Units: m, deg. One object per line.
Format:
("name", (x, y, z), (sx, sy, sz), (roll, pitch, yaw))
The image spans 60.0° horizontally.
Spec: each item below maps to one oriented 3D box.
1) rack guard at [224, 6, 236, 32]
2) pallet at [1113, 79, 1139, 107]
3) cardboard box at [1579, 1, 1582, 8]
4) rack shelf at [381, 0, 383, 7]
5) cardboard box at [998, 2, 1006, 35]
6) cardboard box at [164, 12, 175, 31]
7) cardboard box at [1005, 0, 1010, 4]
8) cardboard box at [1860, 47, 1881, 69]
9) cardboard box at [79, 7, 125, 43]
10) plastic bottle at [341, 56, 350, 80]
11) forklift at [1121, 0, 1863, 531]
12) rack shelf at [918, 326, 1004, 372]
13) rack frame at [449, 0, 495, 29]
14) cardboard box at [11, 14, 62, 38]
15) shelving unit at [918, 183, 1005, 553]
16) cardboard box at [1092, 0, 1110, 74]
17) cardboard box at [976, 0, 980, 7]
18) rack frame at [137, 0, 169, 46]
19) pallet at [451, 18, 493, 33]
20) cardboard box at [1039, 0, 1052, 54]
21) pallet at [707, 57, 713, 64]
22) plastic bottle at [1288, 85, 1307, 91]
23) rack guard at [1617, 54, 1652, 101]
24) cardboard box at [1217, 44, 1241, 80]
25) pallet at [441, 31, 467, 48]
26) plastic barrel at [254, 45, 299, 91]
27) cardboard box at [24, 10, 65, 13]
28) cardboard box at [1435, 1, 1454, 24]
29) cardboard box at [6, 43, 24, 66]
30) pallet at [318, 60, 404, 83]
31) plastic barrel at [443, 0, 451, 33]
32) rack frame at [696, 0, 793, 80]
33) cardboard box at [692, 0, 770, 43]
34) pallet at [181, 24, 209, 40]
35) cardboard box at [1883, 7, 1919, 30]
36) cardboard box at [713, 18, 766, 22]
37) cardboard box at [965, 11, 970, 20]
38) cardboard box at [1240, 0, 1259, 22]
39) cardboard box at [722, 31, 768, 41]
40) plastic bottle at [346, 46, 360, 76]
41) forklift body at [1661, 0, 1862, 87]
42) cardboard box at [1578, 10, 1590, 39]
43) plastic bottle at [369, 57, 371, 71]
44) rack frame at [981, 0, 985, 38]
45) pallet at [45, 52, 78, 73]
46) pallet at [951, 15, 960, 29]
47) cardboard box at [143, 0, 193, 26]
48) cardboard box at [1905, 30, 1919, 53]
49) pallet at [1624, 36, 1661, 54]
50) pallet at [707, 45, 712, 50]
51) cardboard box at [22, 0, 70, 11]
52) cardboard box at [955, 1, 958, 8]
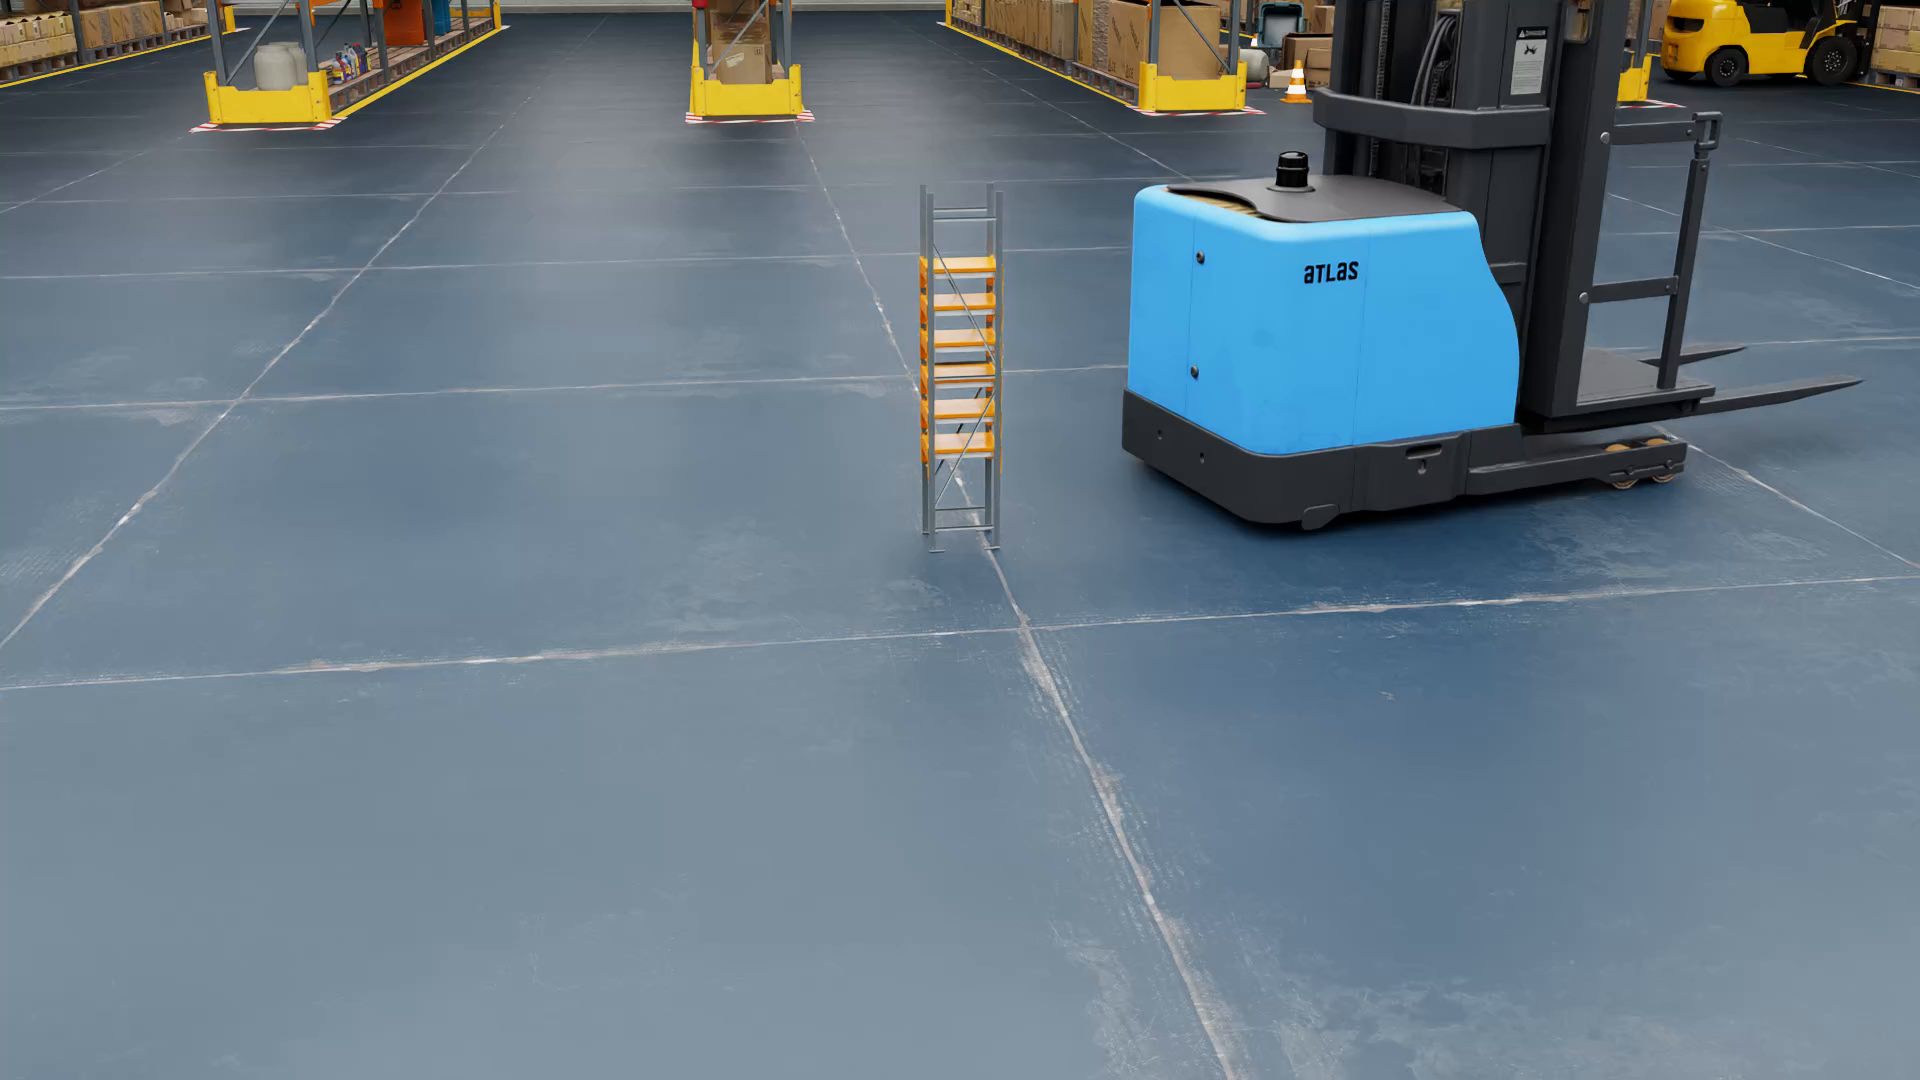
("rack guard", (-14.417, -9.911, 31.537), (1.175, 0.500, 0.348), (-3, 21, -8))
("pallet", (2.412, -5.248, 19.467), (1.003, 0.211, 1.213), (-3, 21, -8))
("cardboard box", (10.833, -9.104, 28.777), (0.500, 0.500, 0.500), (-2, 21, -5))
("rack shelf", (-8.084, -7.557, 22.691), (1.077, 0.370, 4.000), (-3, 21, -8))
("cardboard box", (0.934, -8.654, 27.573), (0.500, 0.500, 0.500), (-4, 21, -10))
("cardboard box", (-13.698, -8.826, 28.274), (0.500, 0.311, 0.500), (-3, 21, -8))
("cardboard box", (1.010, -8.827, 26.962), (0.500, 0.250, 0.500), (-3, 21, -7))
("cardboard box", (11.894, -6.220, 21.412), (0.500, 0.250, 0.500), (-3, 21, -7))
("cardboard box", (-13.206, -7.900, 25.525), (0.500, 0.500, 0.500), (-3, 21, -8))
("plastic bottle", (-7.236, -5.542, 19.537), (0.097, 0.271, 0.097), (0, 20, 0))
("forklift", (2.196, -1.724, 6.143), (3.031, 2.935, 1.130), (-8, 22, -21))
("rack shelf", (0.002, -0.628, 5.466), (0.258, 0.103, 0.180), (-3, 21, -8))
("rack frame", (-9.526, -11.357, 31.835), (1.000, 3.000, 0.127), (-3, 21, -8))
("cardboard box", (-12.874, -7.161, 23.130), (0.500, 0.311, 0.500), (-3, 21, -9))
("shelving unit", (0.002, -0.557, 5.493), (0.258, 1.200, 0.189), (-3, 21, -8))
("cardboard box", (2.183, -6.335, 20.827), (0.875, 0.875, 0.875), (-3, 21, -7))
("cardboard box", (0.490, -9.773, 30.220), (0.380, 0.149, 0.250), (-3, 21, -7))
("rack frame", (-13.851, -9.723, 27.462), (1.000, 3.000, 0.127), (-3, 21, -8))
("pallet", (-9.445, -9.763, 31.554), (1.003, 0.211, 1.213), (-3, 21, -8))
("cardboard box", (1.714, -7.354, 23.734), (1.050, 0.750, 0.750), (-3, 21, -8))
("pallet", (-3.009, -6.415, 22.590), (1.003, 0.211, 1.213), (-3, 21, -8))
("plastic bottle", (4.182, -5.634, 20.714), (0.133, 0.061, 0.283), (-11, 23, -26))
("rack guard", (7.477, -5.422, 19.518), (1.175, 0.500, 0.348), (-3, 21, -8))
("cardboard box", (3.267, -6.011, 21.093), (0.500, 0.500, 0.500), (1, 20, 2))
("pallet", (-8.879, -8.396, 27.894), (1.003, 0.211, 1.213), (-3, 21, -8))
("plastic barrel", (-7.390, -5.072, 17.965), (0.421, 0.512, 0.421), (0, 20, 0))
("cardboard box", (-13.642, -7.685, 24.950), (0.500, 0.500, 0.500), (-2, 21, -6))
("cardboard box", (6.729, -6.993, 22.411), (0.500, 0.500, 0.500), (-2, 21, -5))
("cardboard box", (-12.661, -6.370, 21.815), (0.500, 0.250, 0.500), (-4, 21, -9))
("pallet", (-7.948, -6.165, 21.922), (1.003, 0.211, 1.213), (-3, 21, -8))
("plastic barrel", (-8.888, -8.996, 27.914), (0.600, 0.901, 0.708), (-3, 21, -8))
("rack frame", (-2.318, -6.067, 17.672), (1.000, 3.000, 0.127), (-3, 21, -8))
("cardboard box", (-3.550, -8.278, 26.029), (1.225, 0.875, 0.875), (-4, 21, -10))
("pallet", (-14.129, -9.078, 29.720), (1.003, 0.211, 1.213), (-3, 21, -8))
("cardboard box", (11.945, -6.515, 20.774), (0.500, 0.250, 0.500), (-3, 21, -7))
("cardboard box", (-3.012, -6.866, 22.757), (0.700, 0.500, 0.500), (-3, 21, -8))
("cardboard box", (0.293, -9.950, 31.545), (0.380, 0.149, 0.250), (-3, 21, -8))
("cardboard box", (5.774, -9.941, 31.106), (0.875, 0.438, 0.875), (-3, 21, -9))
("cardboard box", (-2.620, -5.928, 20.273), (0.500, 0.500, 0.500), (-5, 21, -13))
("plastic bottle", (-7.344, -5.780, 20.062), (0.144, 0.351, 0.185), (-3, 21, -8))
("forklift body", (10.321, -6.985, 21.344), (2.313, 2.155, 1.214), (-3, 21, -8))
("cardboard box", (7.642, -6.128, 20.094), (0.500, 0.500, 0.500), (-4, 21, -10))
("plastic bottle", (-7.435, -5.987, 20.830), (0.097, 0.201, 0.097), (0, 20, 0))
("rack frame", (0.875, -10.437, 29.372), (1.000, 3.000, 0.127), (-3, 21, -8))
("pallet", (-13.195, -6.745, 23.473), (1.003, 0.211, 1.213), (-3, 21, -8))
("pallet", (0.391, -10.206, 32.740), (1.003, 0.211, 1.213), (-3, 21, -8))
("cardboard box", (-14.127, -9.410, 29.563), (0.797, 0.503, 0.637), (-3, 21, -8))
("cardboard box", (12.020, -6.114, 20.413), (0.500, 0.250, 0.500), (-3, 21, -8))
("pallet", (11.326, -7.995, 26.820), (1.003, 0.211, 1.213), (-3, 21, -8))
("pallet", (-3.360, -7.260, 24.851), (1.003, 0.211, 1.213), (-3, 21, -8))
("cardboard box", (-13.654, -8.056, 24.870), (0.500, 0.250, 0.500), (-2, 21, -6))
("cardboard box", (0.103, -10.530, 32.672), (0.380, 0.149, 0.250), (-3, 21, -8))
